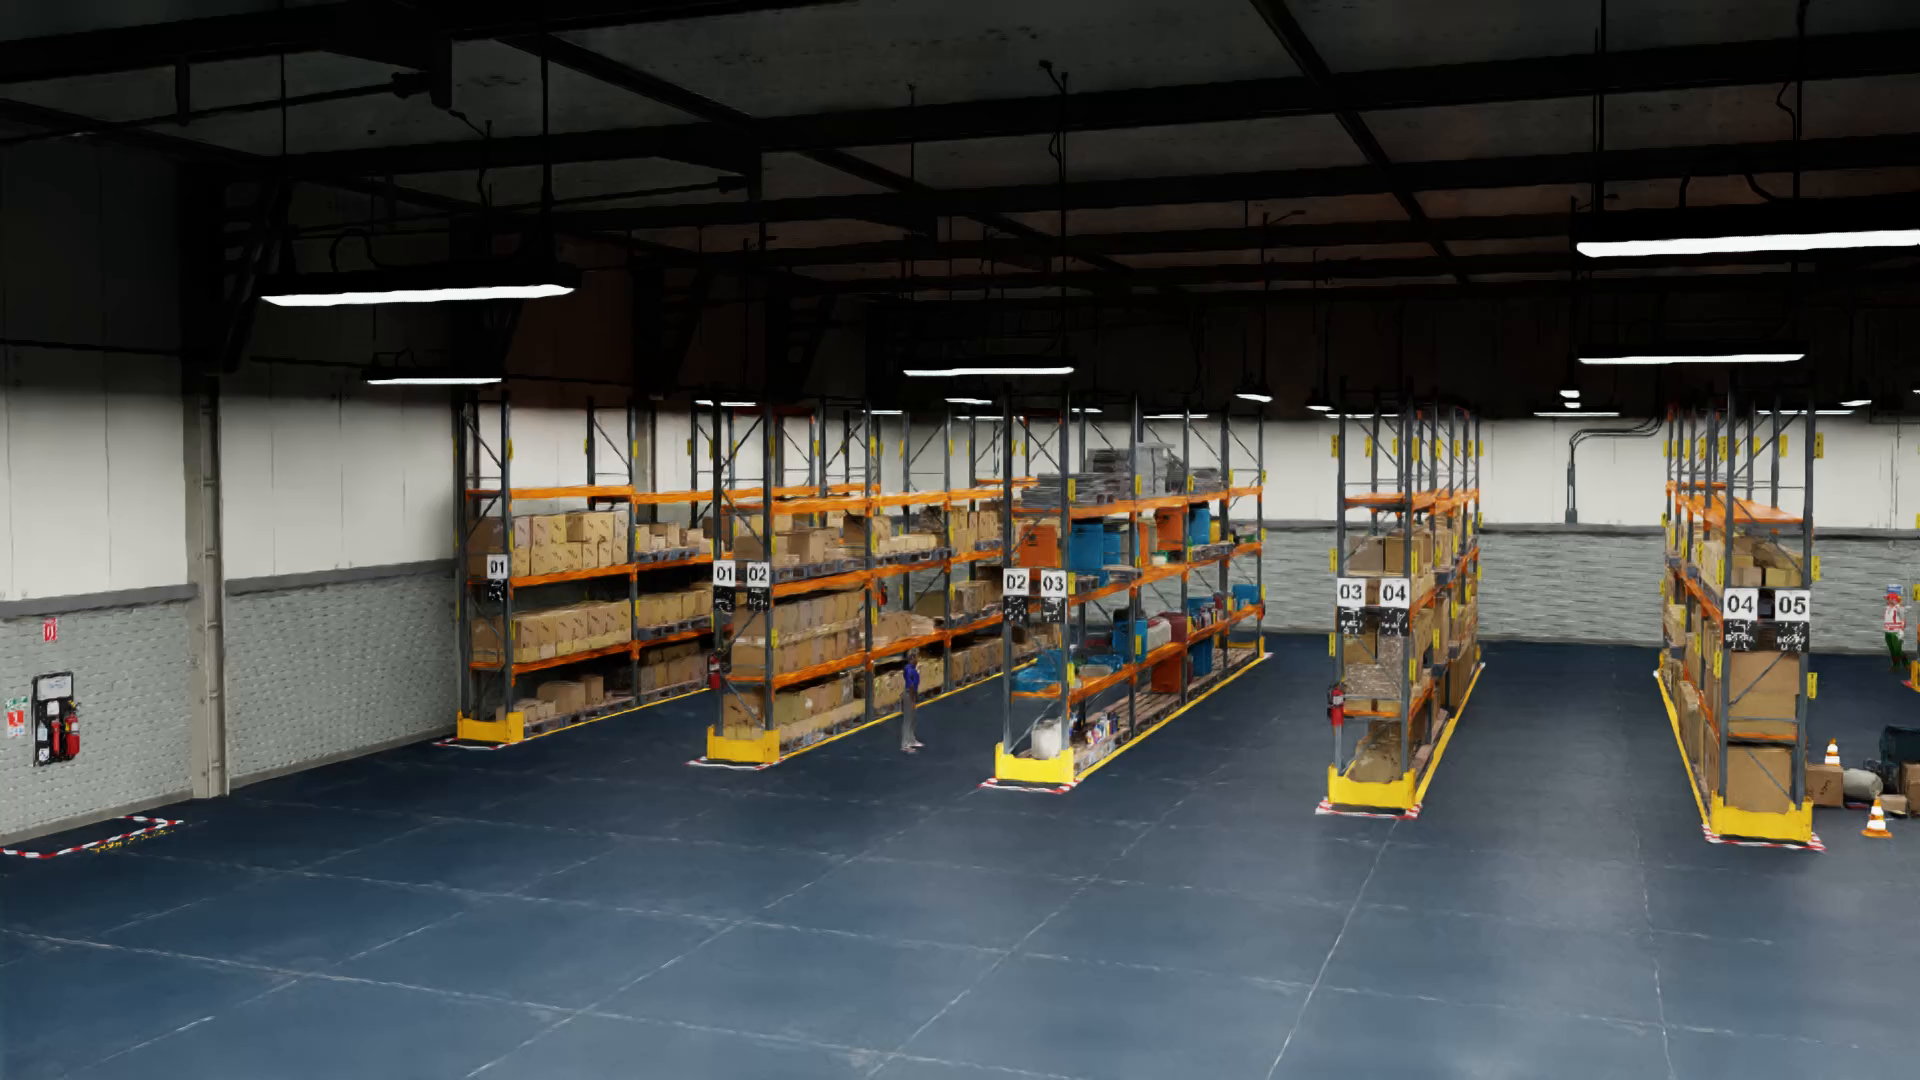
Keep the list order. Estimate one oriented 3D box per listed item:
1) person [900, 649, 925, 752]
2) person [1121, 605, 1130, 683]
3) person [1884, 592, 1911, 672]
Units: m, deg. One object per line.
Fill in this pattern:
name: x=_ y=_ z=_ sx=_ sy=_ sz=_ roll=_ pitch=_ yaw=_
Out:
person: x=-0.786 y=2.642 z=27.526 sx=0.437 sy=1.667 sz=0.553 roll=0 pitch=3 yaw=-8
person: x=3.594 y=2.211 z=35.570 sx=0.589 sy=1.641 sz=0.558 roll=-3 pitch=4 yaw=-43
person: x=20.938 y=2.057 z=37.137 sx=0.459 sy=1.779 sz=0.703 roll=-1 pitch=3 yaw=-14
